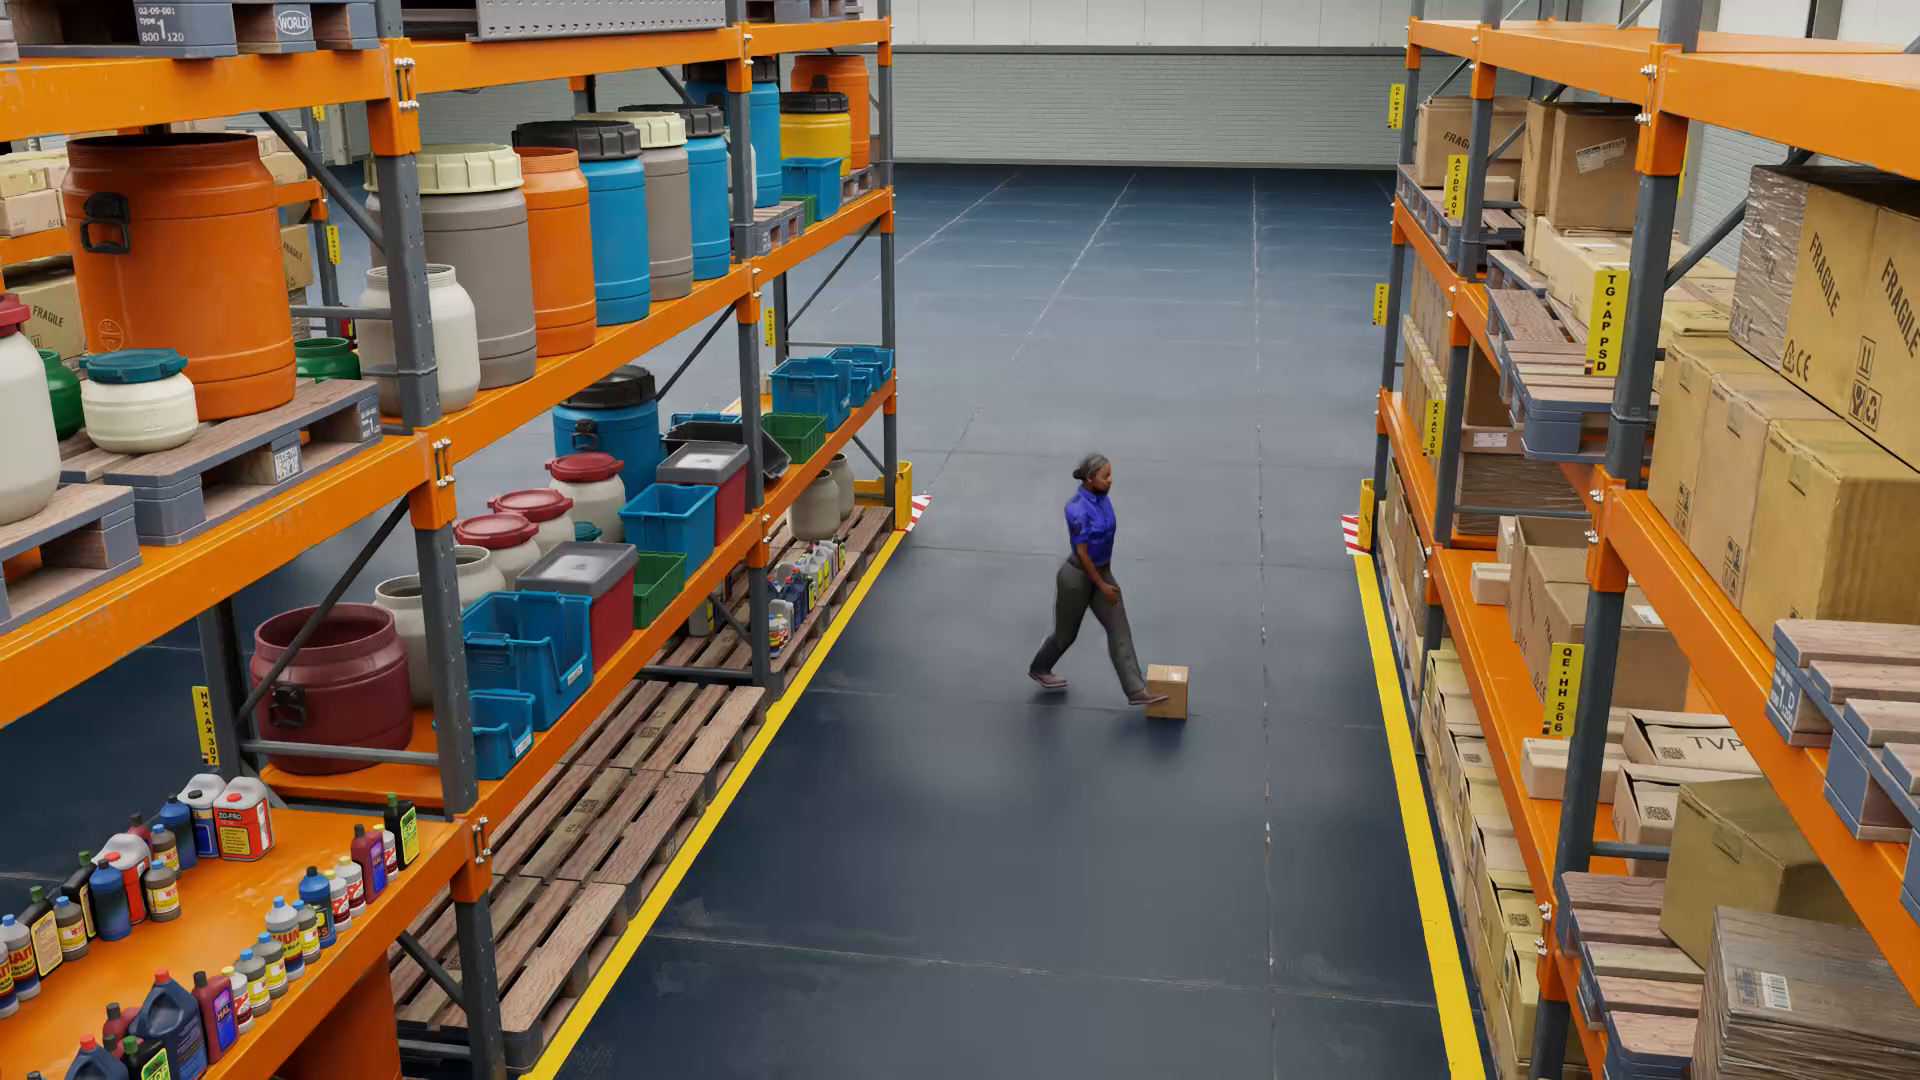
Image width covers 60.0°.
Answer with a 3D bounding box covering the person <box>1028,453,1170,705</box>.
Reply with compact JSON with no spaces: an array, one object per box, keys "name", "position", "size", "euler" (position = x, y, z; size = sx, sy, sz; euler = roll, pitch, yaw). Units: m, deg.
[{"name":"person","position":[0.877,0.253,10.349],"size":[1.039,1.577,0.433],"euler":[16,24,40]}]
